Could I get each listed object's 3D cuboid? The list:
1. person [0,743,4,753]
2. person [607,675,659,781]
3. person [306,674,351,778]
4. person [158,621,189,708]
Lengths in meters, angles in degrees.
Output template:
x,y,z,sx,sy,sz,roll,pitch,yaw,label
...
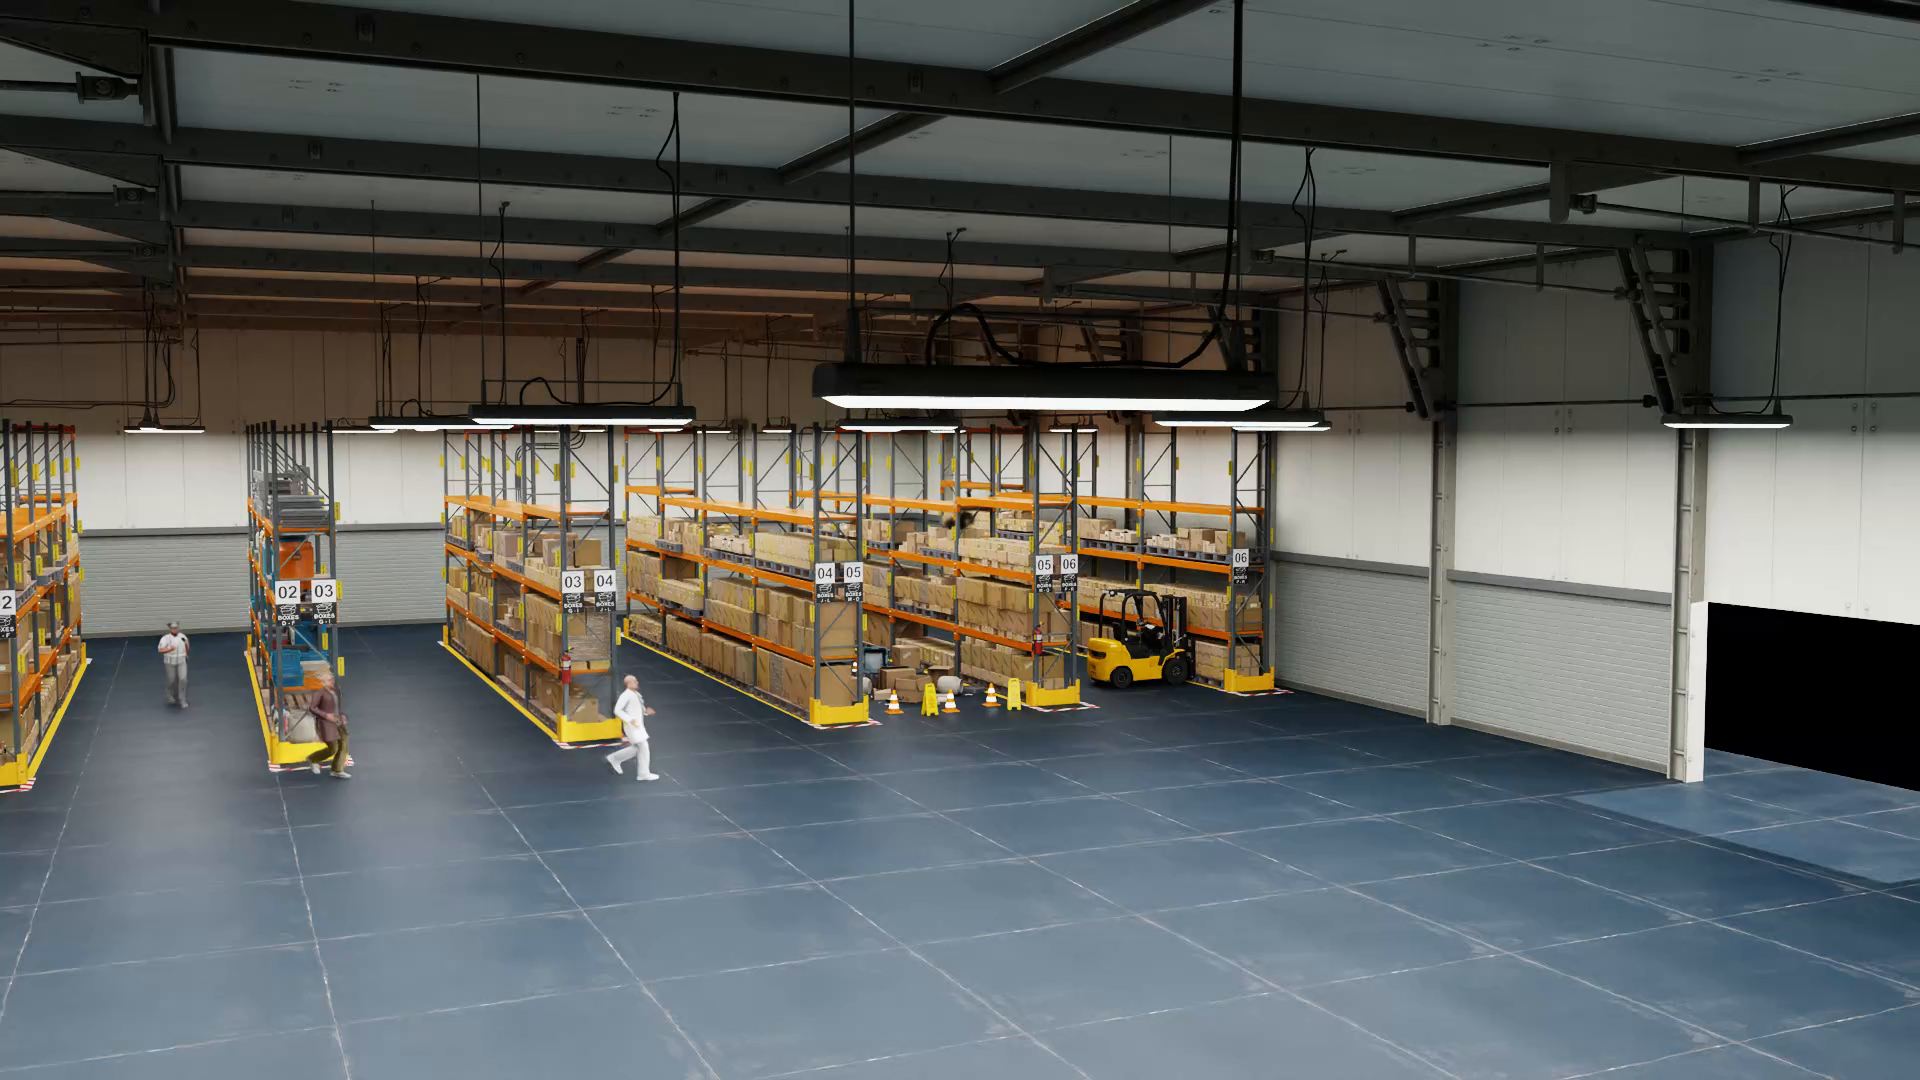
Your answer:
x,y,z,sx,sy,sz,roll,pitch,yaw,label
-15.223,3.254,25.837,0.653,1.715,0.740,0,4,6,person
-5.455,3.119,27.633,0.916,1.746,0.720,0,4,5,person
-10.587,3.119,27.850,0.758,1.761,0.726,1,4,13,person
-16.625,2.621,35.227,0.651,1.823,0.834,-3,4,-37,person
